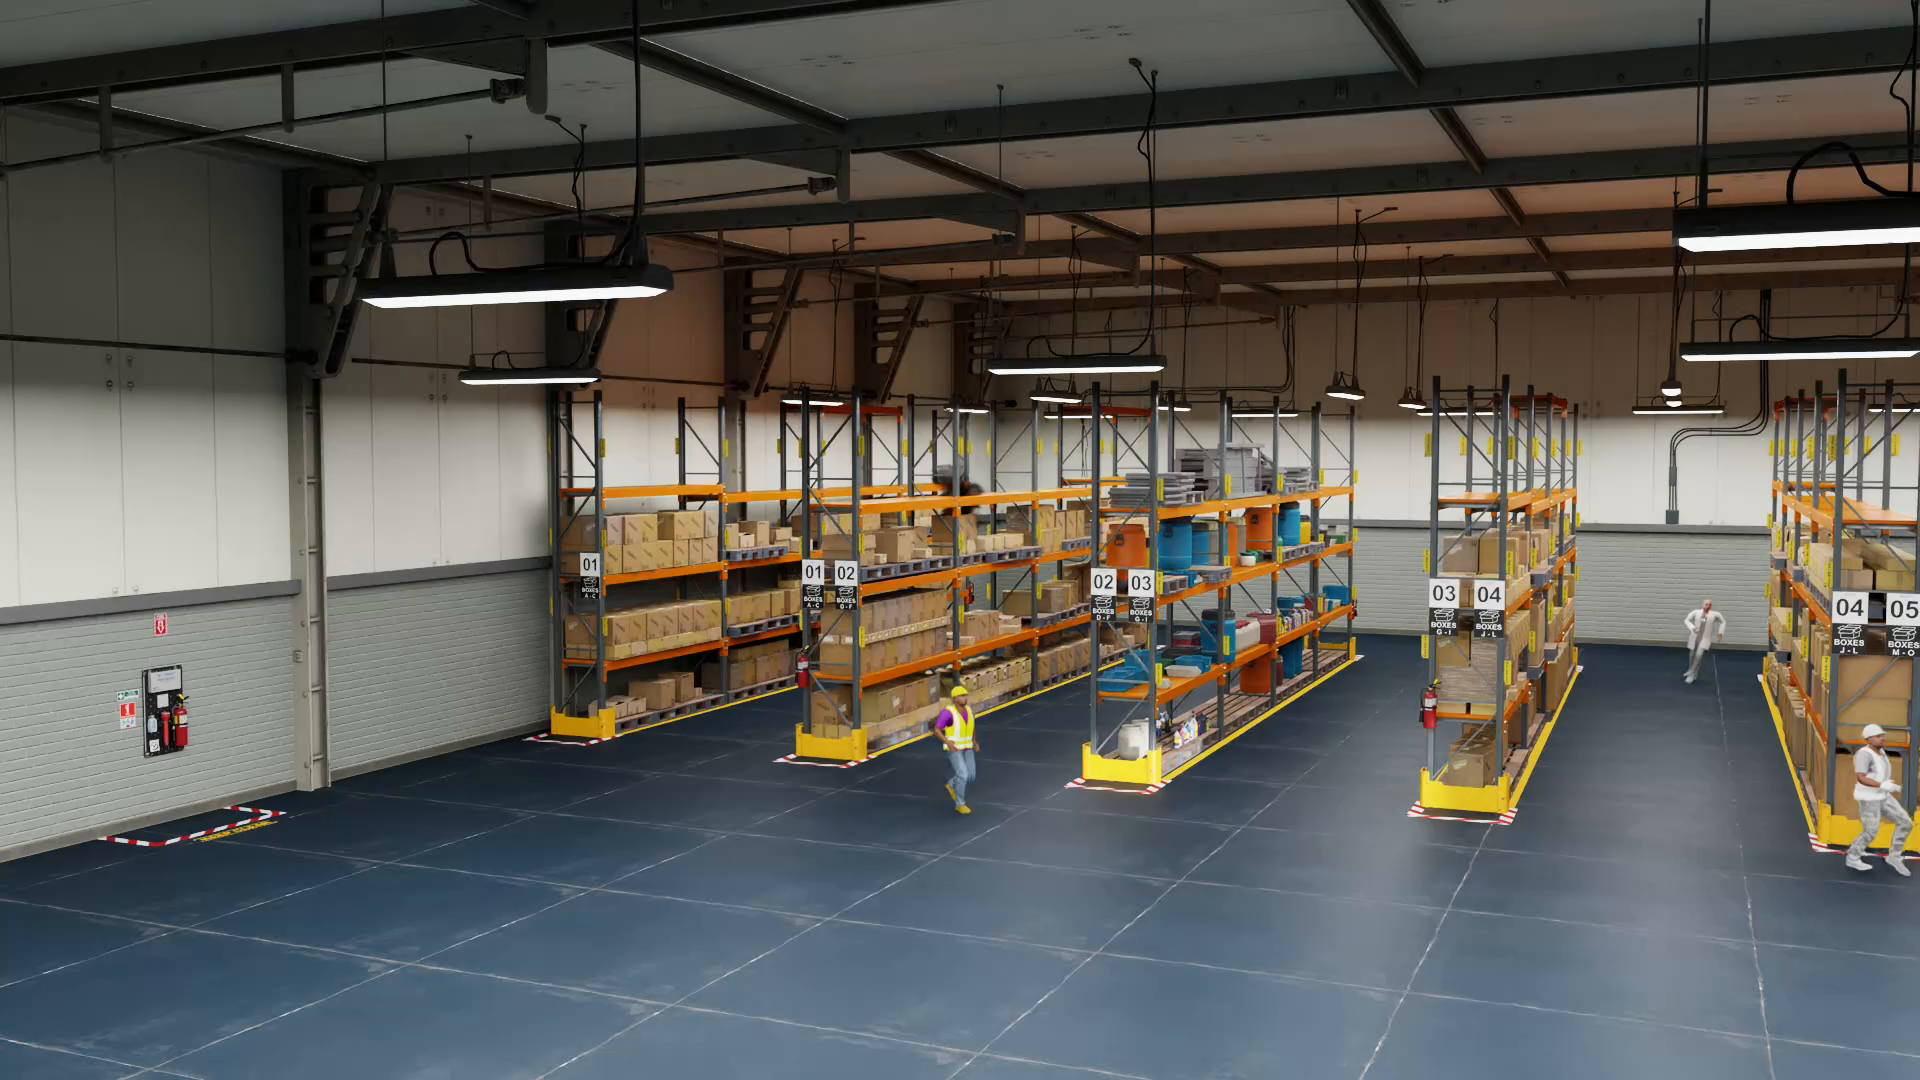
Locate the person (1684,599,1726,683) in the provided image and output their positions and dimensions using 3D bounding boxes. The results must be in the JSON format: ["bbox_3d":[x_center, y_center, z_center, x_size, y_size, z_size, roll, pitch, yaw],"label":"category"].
[{"bbox_3d":[15.943,2.249,35.697,0.820,1.593,0.963,2,4,36],"label":"person"}]

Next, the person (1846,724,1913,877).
[{"bbox_3d":[10.749,3.032,19.463,0.675,1.755,0.643,-2,4,-35],"label":"person"}]

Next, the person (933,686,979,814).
[{"bbox_3d":[-0.044,2.872,22.925,0.718,1.734,0.573,-3,4,-41],"label":"person"}]
